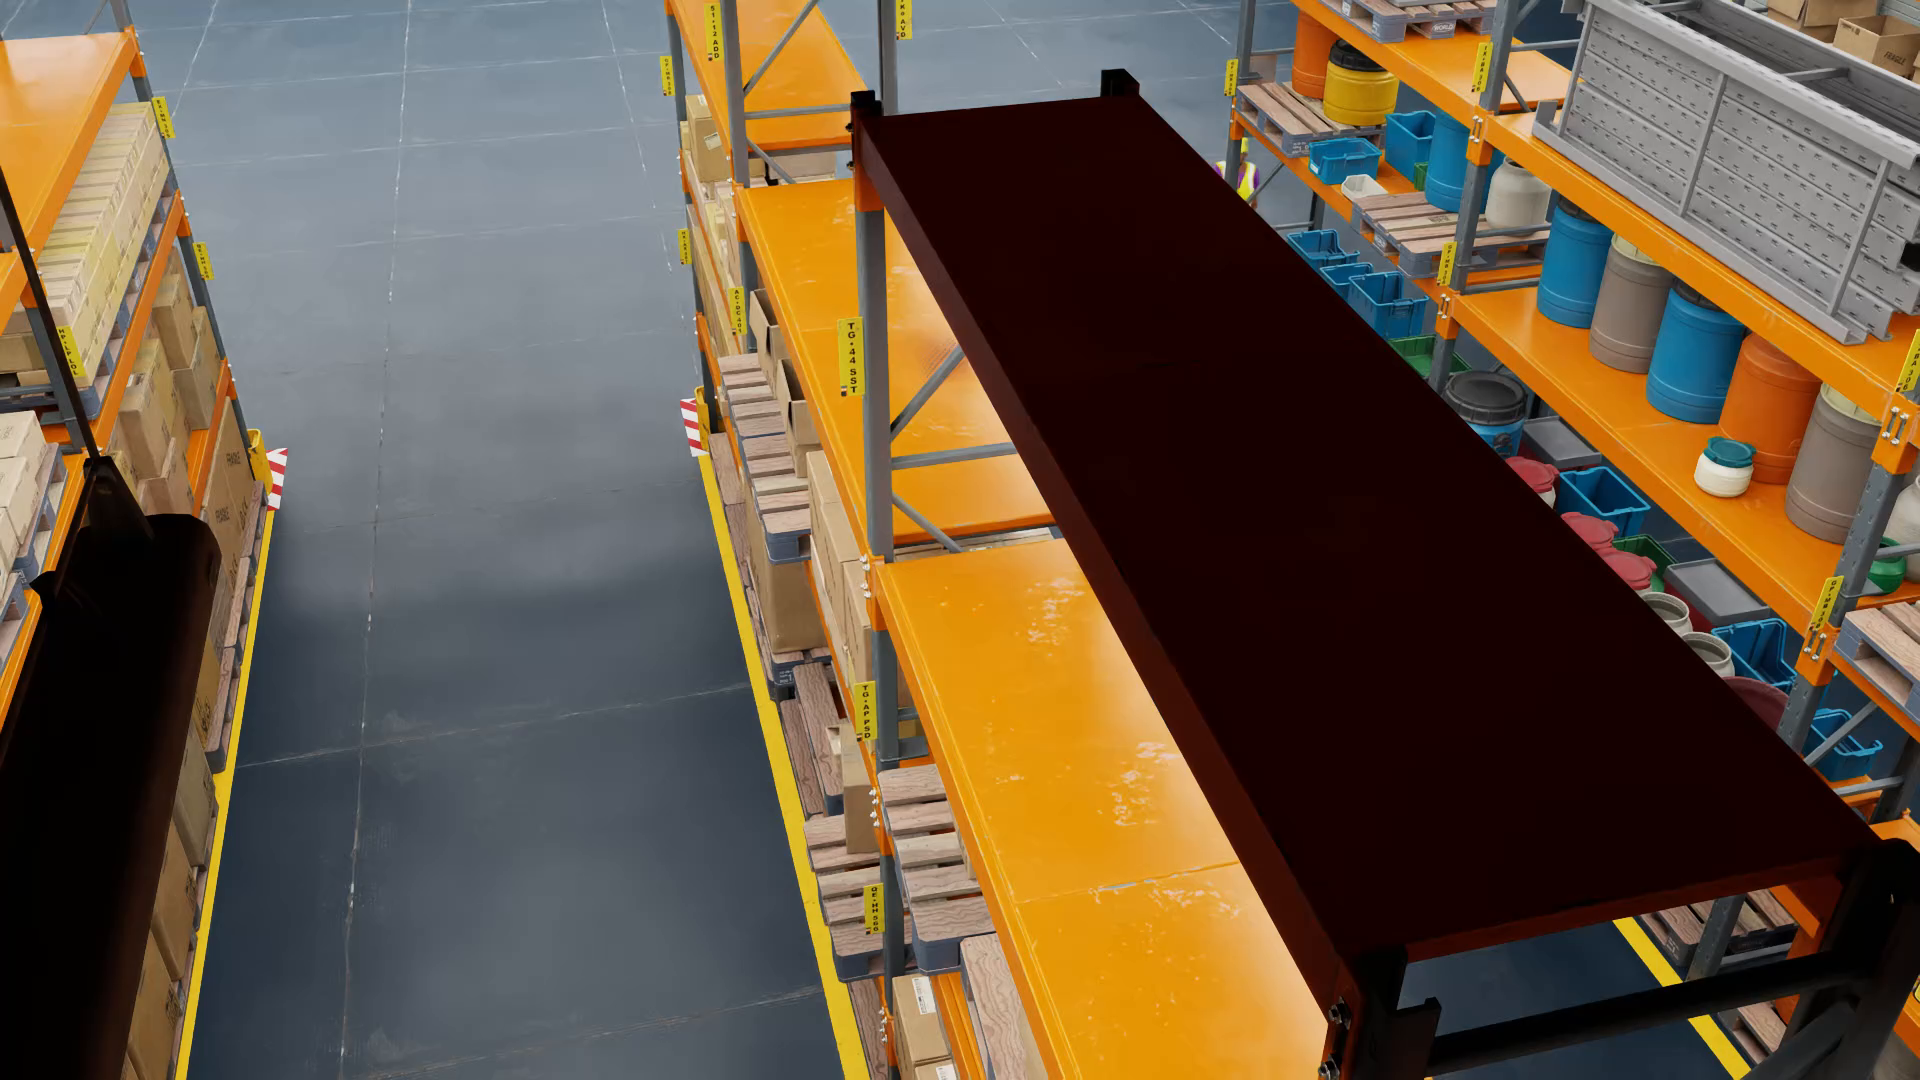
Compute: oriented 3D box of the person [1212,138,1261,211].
[{"bbox_3d":[2.817,-3.348,17.427,0.617,1.797,0.364,-4,35,-6],"label":"person"}]
